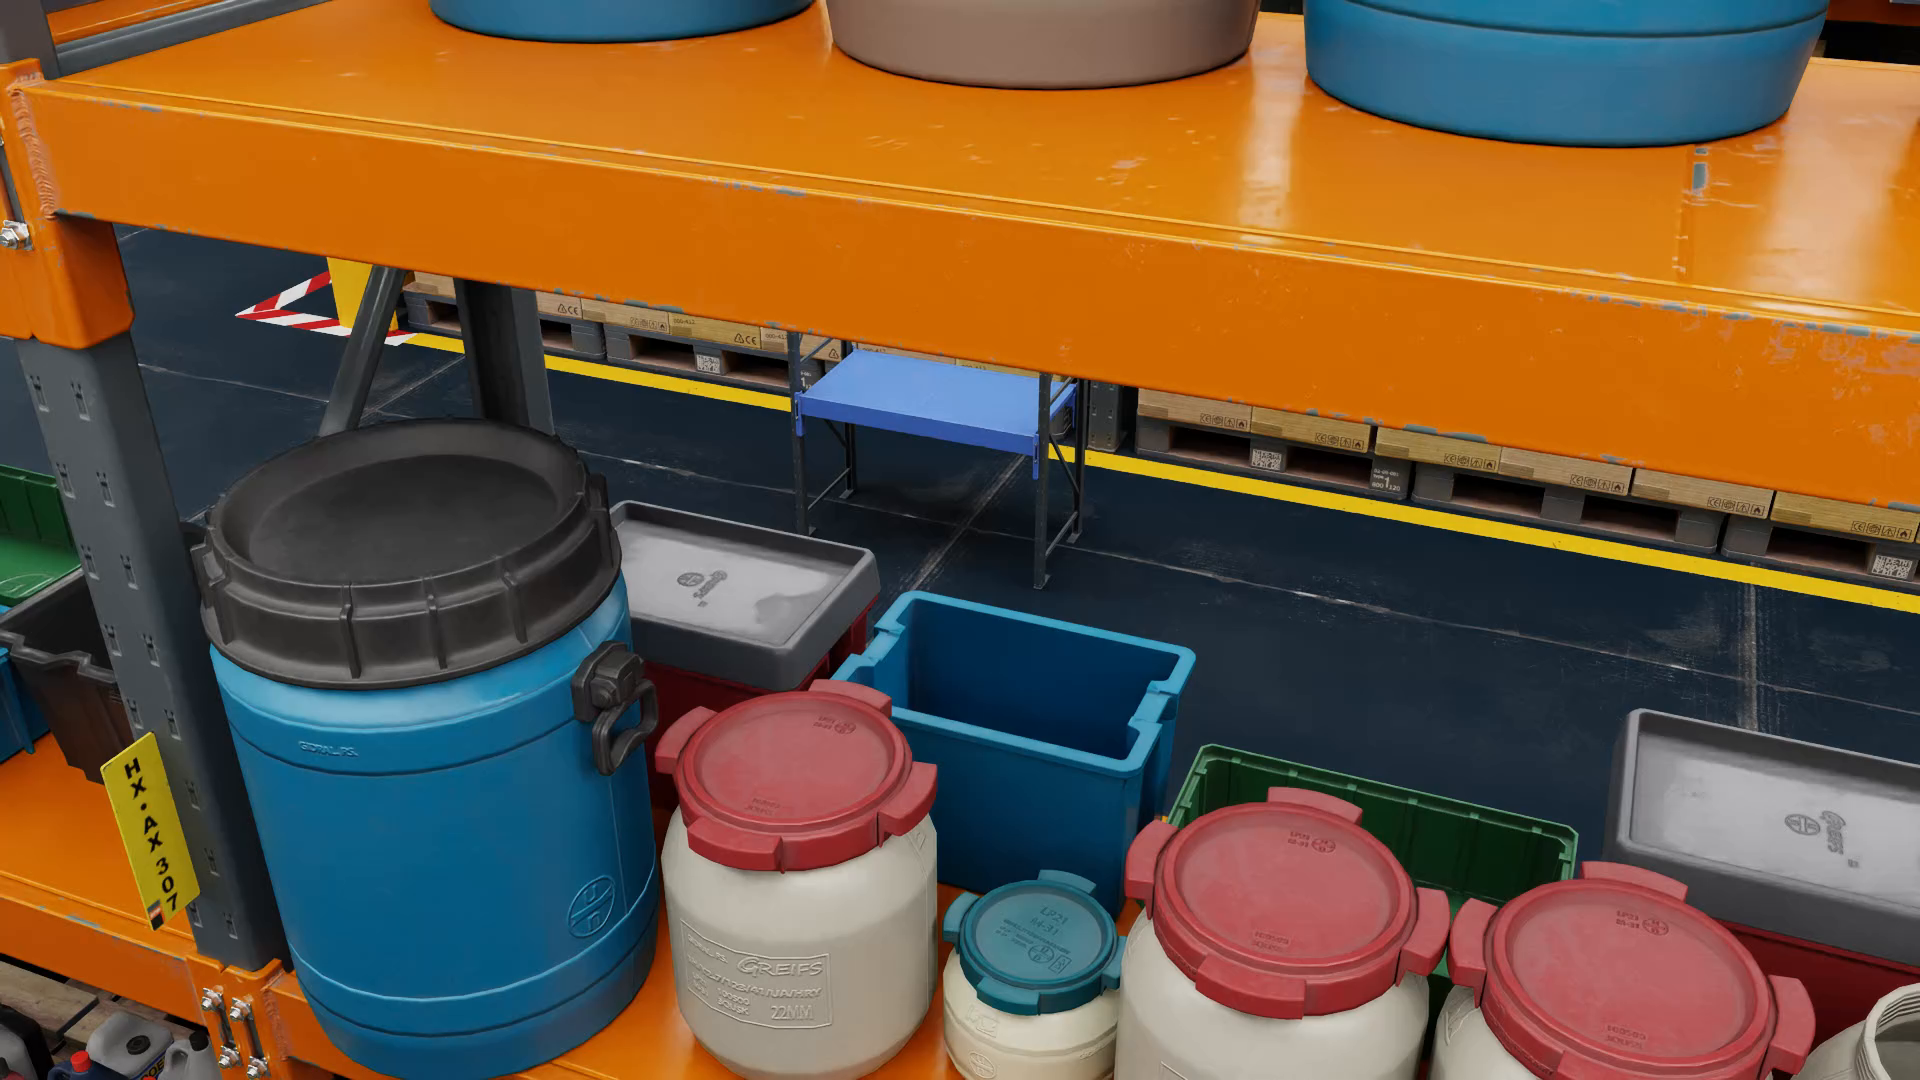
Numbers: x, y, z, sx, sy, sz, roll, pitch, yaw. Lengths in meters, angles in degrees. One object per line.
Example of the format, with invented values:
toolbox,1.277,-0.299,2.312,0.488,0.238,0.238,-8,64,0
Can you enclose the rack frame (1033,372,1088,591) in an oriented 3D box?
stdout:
rack frame,0.392,-0.575,6.242,0.032,1.500,0.500,11,31,19

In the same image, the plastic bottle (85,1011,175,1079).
plastic bottle,-1.899,1.230,3.846,0.135,0.276,0.152,11,31,19

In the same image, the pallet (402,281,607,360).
pallet,-2.165,-1.330,8.888,1.213,0.211,1.003,11,31,19

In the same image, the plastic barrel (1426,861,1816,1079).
plastic barrel,0.836,0.765,2.210,0.433,0.535,0.433,0,29,0

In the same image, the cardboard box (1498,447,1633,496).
cardboard box,2.523,-0.440,6.848,0.500,0.250,0.500,12,32,20

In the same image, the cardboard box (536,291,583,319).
cardboard box,-2.012,-1.361,8.476,0.500,0.250,0.500,11,31,19

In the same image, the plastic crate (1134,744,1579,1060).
plastic crate,0.671,0.617,2.825,0.662,0.188,0.450,11,31,19

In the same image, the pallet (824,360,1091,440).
pallet,0.096,-0.879,8.090,1.213,0.211,1.003,11,31,19

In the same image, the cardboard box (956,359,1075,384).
cardboard box,0.305,-0.898,7.658,0.500,0.250,0.500,11,31,19

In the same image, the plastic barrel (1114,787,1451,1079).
plastic barrel,0.435,0.685,2.351,0.433,0.535,0.433,0,29,0

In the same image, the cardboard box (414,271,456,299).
cardboard box,-2.476,-1.451,8.637,0.500,0.250,0.500,11,31,19

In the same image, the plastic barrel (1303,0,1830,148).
plastic barrel,0.716,-0.955,1.834,0.708,0.901,0.600,11,31,19

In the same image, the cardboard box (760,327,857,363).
cardboard box,-0.623,-1.081,7.982,0.500,0.250,0.500,11,31,19

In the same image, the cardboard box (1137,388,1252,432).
cardboard box,1.098,-0.725,7.351,0.500,0.250,0.500,11,31,18

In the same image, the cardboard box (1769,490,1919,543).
cardboard box,3.465,-0.252,6.515,0.500,0.250,0.500,11,31,19

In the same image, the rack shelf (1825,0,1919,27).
rack shelf,4.529,-3.502,10.629,4.000,0.370,1.077,11,31,19

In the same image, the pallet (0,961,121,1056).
pallet,-2.790,1.177,4.453,1.213,0.211,1.003,11,31,19

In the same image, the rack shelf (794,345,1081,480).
rack shelf,-0.079,-0.512,6.497,1.000,0.185,0.538,11,31,19

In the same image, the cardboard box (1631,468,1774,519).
cardboard box,3.000,-0.346,6.682,0.500,0.250,0.500,12,32,20

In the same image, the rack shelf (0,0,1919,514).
rack shelf,0.804,-0.291,1.899,4.000,0.370,1.077,11,31,19

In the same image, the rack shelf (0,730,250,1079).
rack shelf,-2.902,0.275,3.947,4.000,0.370,1.077,11,31,19

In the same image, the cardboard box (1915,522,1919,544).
cardboard box,3.944,-0.158,6.349,0.500,0.250,0.500,12,32,20

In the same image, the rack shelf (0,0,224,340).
rack shelf,-2.902,-1.031,3.209,4.000,0.370,1.077,11,31,19

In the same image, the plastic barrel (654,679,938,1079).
plastic barrel,-0.245,0.549,2.592,0.433,0.535,0.433,0,29,0

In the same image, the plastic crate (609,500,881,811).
plastic crate,-0.485,0.254,3.188,0.583,0.464,0.402,11,31,19

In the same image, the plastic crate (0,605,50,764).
plastic crate,-2.176,0.315,3.295,0.616,0.251,0.499,11,31,19

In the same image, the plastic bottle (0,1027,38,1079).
plastic bottle,-2.231,1.210,3.805,0.185,0.351,0.144,11,31,19

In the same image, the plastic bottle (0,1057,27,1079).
plastic bottle,-2.098,1.288,3.736,0.133,0.283,0.061,13,32,22

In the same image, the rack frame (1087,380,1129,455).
rack frame,0.817,-1.926,7.110,0.127,3.000,1.000,11,31,19

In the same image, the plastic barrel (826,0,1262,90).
plastic barrel,0.110,-1.076,2.048,0.600,0.901,0.600,0,29,0

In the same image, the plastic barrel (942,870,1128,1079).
plastic barrel,0.120,0.707,2.592,0.301,0.262,0.301,0,29,0

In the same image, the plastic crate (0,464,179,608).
plastic crate,-2.201,0.044,3.839,0.662,0.188,0.450,11,31,19

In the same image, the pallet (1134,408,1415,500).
pallet,1.514,-0.594,7.586,1.213,0.211,1.003,11,31,19

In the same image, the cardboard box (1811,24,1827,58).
cardboard box,5.191,-3.119,10.551,0.500,0.250,0.500,12,32,20

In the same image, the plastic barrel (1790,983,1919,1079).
plastic barrel,1.234,0.852,2.081,0.421,0.512,0.421,0,29,0

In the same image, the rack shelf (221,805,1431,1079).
rack shelf,0.804,1.015,2.637,4.000,0.370,1.077,11,31,19

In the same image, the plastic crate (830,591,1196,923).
plastic crate,0.090,0.401,3.009,0.575,0.384,0.392,11,31,19

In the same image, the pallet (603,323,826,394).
pallet,-1.039,-1.104,8.488,1.213,0.211,1.003,11,31,19

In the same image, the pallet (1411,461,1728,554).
pallet,2.649,-0.369,7.188,1.213,0.211,1.003,11,31,19

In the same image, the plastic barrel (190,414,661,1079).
plastic barrel,-0.805,0.323,2.621,0.708,0.901,0.600,11,31,19

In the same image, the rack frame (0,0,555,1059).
rack frame,-1.050,0.333,3.112,0.053,2.616,0.949,11,31,19

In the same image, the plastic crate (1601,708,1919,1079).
plastic crate,1.275,0.605,2.566,0.583,0.464,0.402,11,31,19

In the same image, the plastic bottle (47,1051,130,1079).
plastic bottle,-1.932,1.270,3.700,0.185,0.351,0.144,10,31,17

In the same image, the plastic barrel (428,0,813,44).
plastic barrel,-0.496,-1.197,2.262,0.708,0.901,0.600,11,31,19

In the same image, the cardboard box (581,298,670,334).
cardboard box,-1.548,-1.268,8.312,0.500,0.250,0.500,11,31,19

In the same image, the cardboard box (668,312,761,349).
cardboard box,-1.087,-1.173,8.145,0.500,0.250,0.500,11,31,19

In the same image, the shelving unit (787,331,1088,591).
shelving unit,-0.079,-0.669,6.409,1.048,1.500,0.538,11,31,19

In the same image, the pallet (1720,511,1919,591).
pallet,3.775,-0.142,6.788,1.213,0.211,1.003,11,31,19

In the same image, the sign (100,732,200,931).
sign,-1.266,0.460,2.607,0.005,0.325,0.100,11,31,19

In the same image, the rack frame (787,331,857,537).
rack frame,-0.550,-0.763,6.575,0.032,1.500,0.500,11,31,19

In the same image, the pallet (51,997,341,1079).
pallet,-1.655,1.402,4.055,1.213,0.211,1.003,11,31,19

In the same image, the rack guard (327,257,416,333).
rack guard,-2.912,-1.583,9.042,0.348,0.500,1.175,11,31,19

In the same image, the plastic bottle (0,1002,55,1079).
plastic bottle,-2.216,1.188,3.913,0.133,0.283,0.061,11,31,19

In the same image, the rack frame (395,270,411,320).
rack frame,-2.890,-2.666,8.419,0.127,3.000,1.000,11,31,19

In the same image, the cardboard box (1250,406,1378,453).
cardboard box,1.571,-0.629,7.183,0.500,0.250,0.500,12,32,20

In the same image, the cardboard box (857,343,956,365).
cardboard box,-0.155,-0.995,7.830,0.500,0.250,0.500,11,31,19

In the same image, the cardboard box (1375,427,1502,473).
cardboard box,2.052,-0.535,7.015,0.500,0.250,0.500,10,31,18

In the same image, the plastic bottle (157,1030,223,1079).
plastic bottle,-1.700,1.240,3.753,0.185,0.351,0.144,11,31,19

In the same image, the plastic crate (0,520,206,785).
plastic crate,-1.486,0.204,3.404,0.504,0.338,0.767,11,31,19

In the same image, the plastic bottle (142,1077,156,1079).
plastic bottle,-1.754,1.305,3.637,0.185,0.351,0.144,10,31,18
